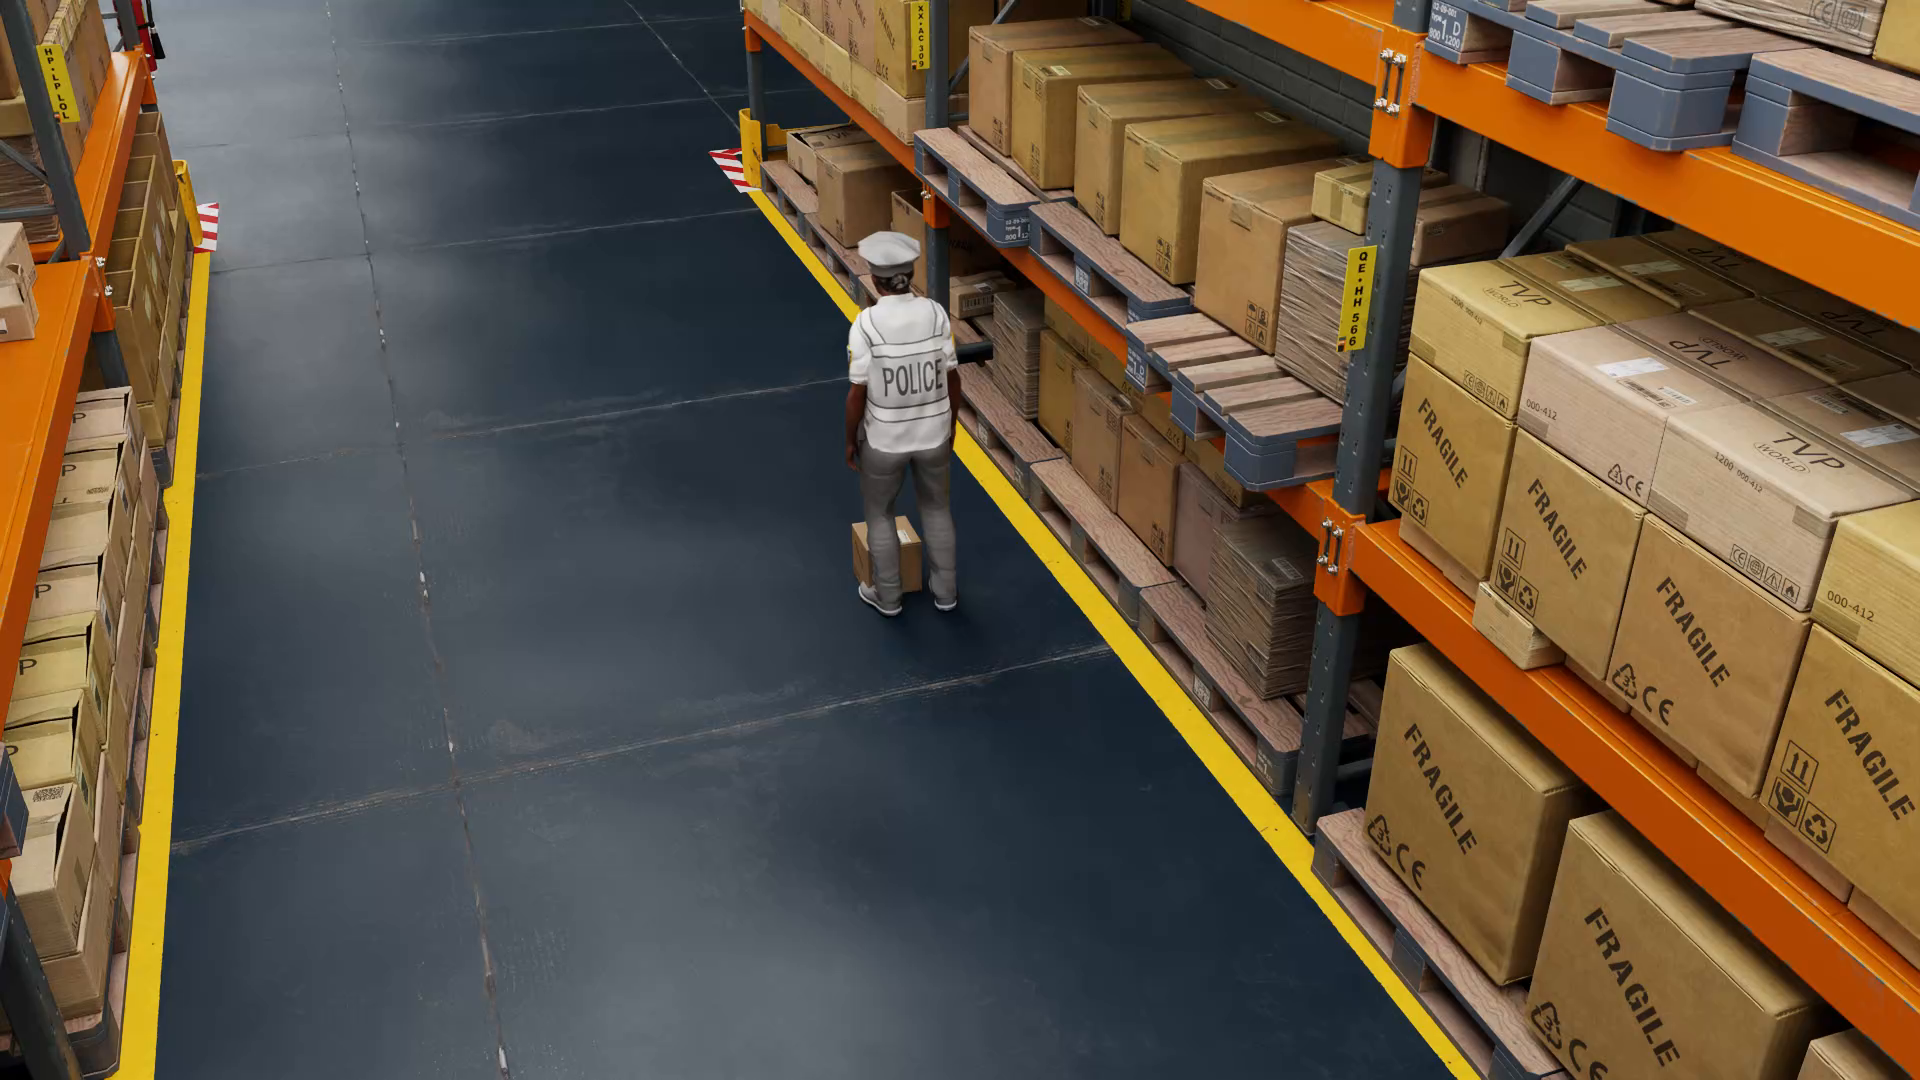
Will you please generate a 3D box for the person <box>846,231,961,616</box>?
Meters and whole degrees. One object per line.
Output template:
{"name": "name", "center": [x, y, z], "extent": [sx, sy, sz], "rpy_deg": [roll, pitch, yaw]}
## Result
{"name": "person", "center": [-0.233, -0.433, 6.879], "extent": [0.506, 1.660, 0.415], "rpy_deg": [-10, 32, -17]}
